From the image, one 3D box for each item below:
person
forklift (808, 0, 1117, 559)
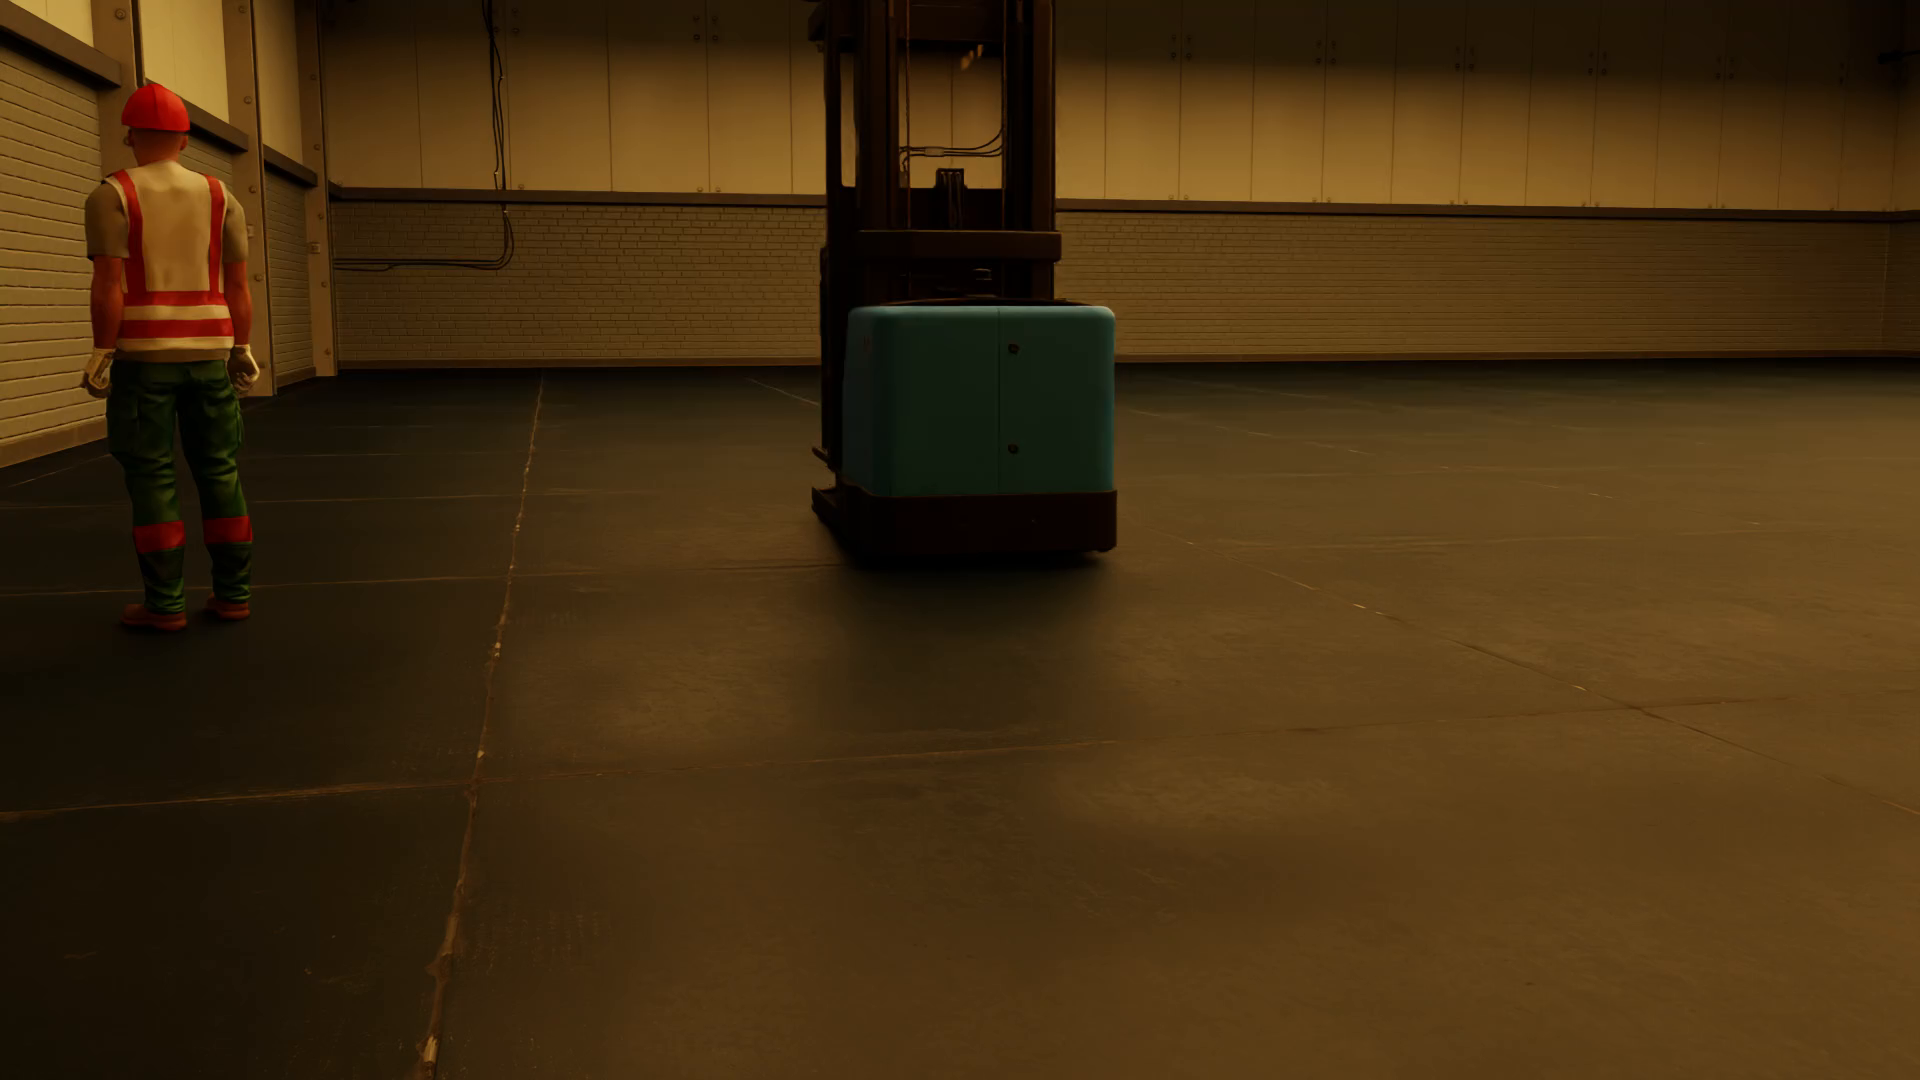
[{"bbox_3d":[-2.655,-0.606,5.581,0.357,1.795,0.566,7,11,42],"label":"person"},{"bbox_3d":[-0.141,-1.535,8.103,1.130,2.935,3.031,-2,8,-11],"label":"forklift"}]
